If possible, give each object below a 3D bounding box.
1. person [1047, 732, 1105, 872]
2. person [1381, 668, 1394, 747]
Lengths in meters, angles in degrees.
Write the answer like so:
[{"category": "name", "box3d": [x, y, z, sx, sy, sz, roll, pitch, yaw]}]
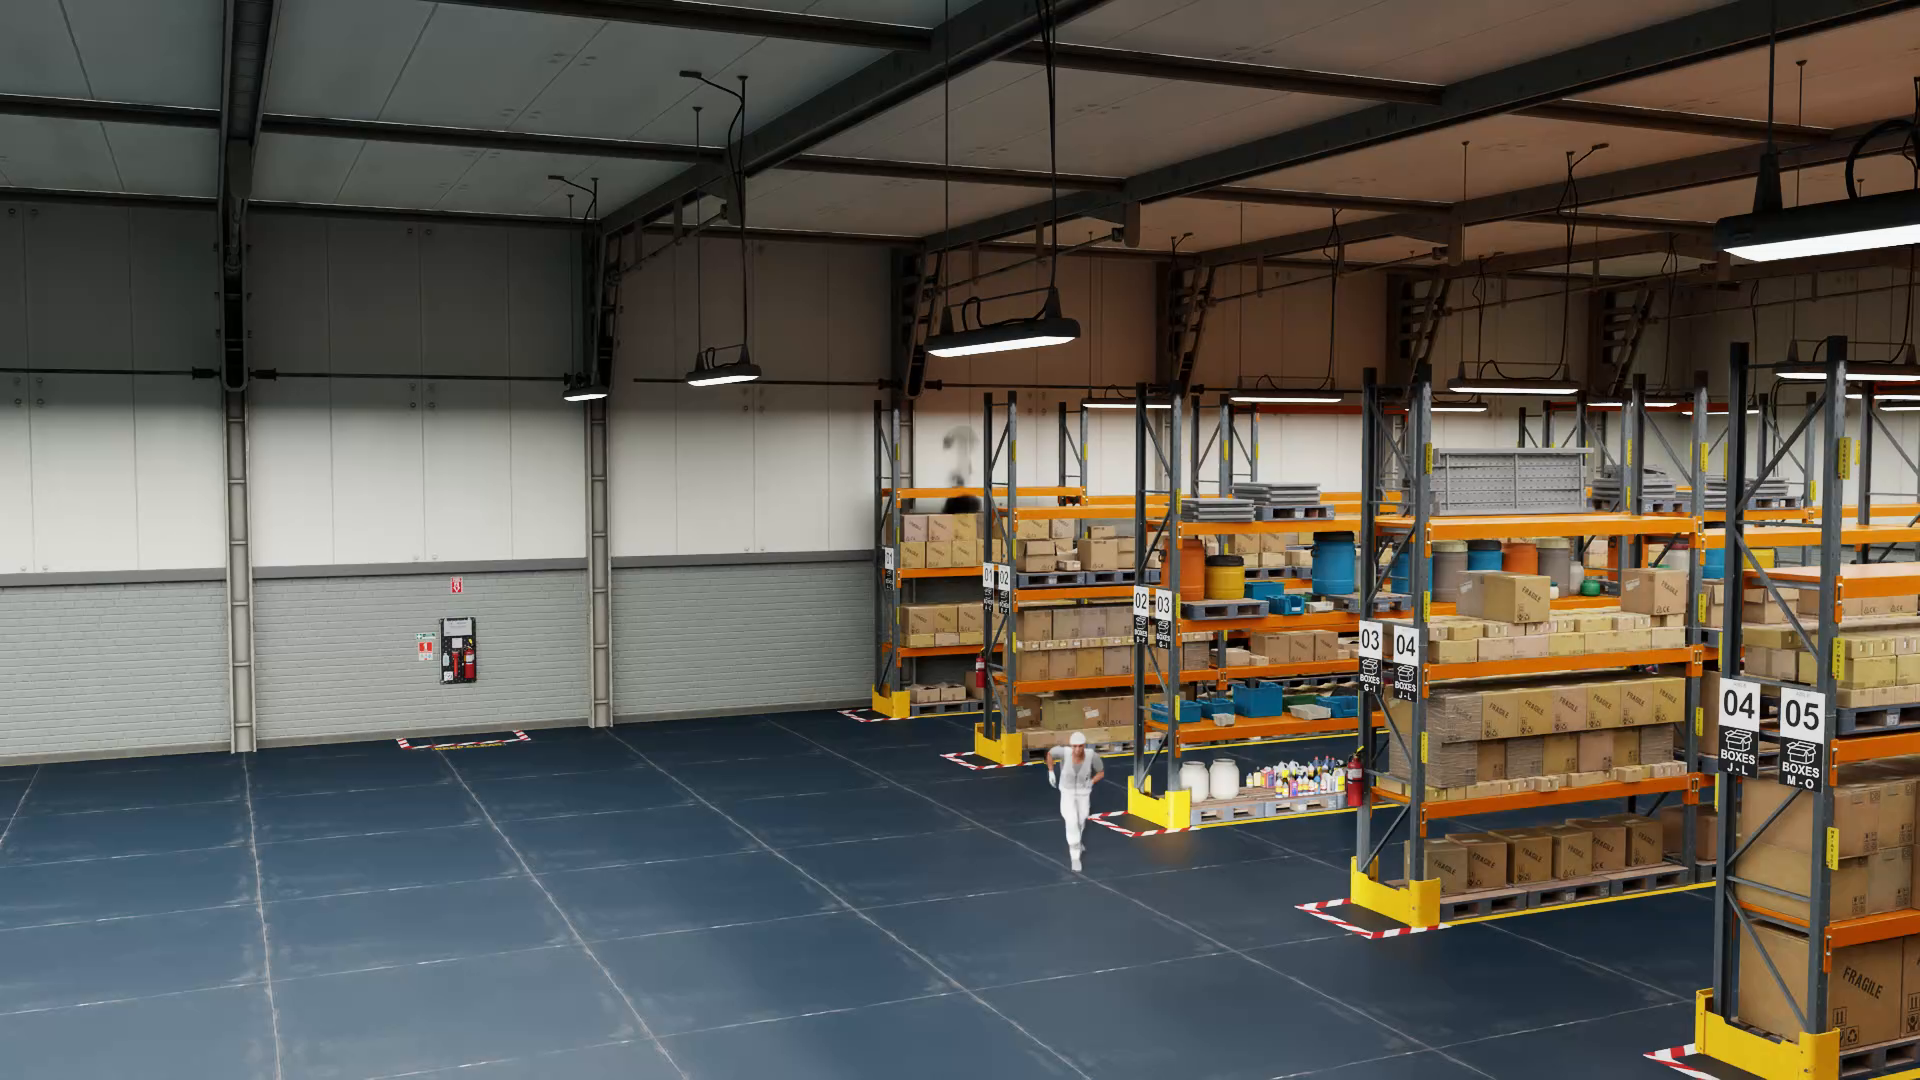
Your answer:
[{"category": "person", "box3d": [1.415, 3.156, 20.433, 0.707, 1.731, 1.052, 0, 3, 2]}, {"category": "person", "box3d": [7.274, 2.740, 28.247, 0.666, 1.592, 0.592, -2, 4, -36]}]
